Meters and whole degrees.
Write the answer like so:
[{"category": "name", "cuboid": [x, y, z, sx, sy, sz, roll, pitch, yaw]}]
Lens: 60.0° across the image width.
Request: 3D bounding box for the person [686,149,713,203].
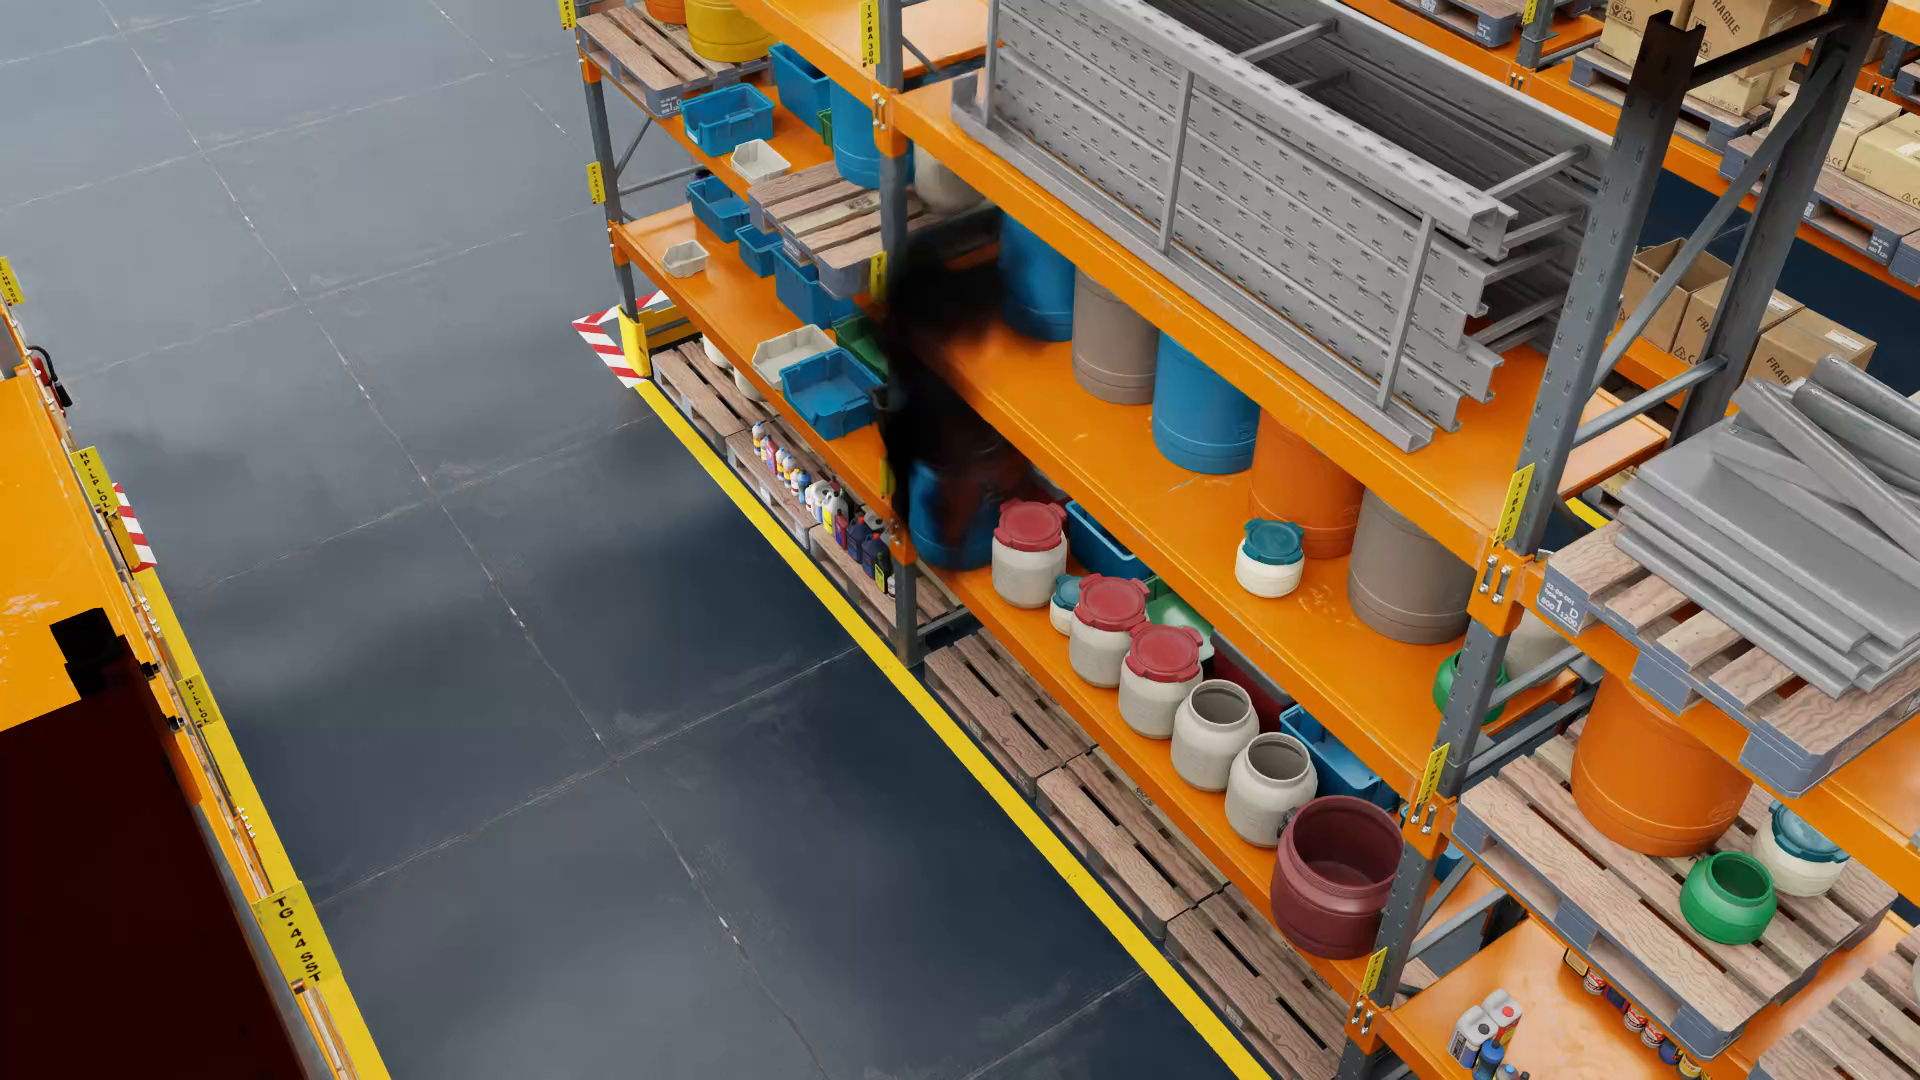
[{"category": "person", "cuboid": [-2.060, -3.041, 13.866, 0.911, 1.637, 0.692, 10, 44, 11]}]
